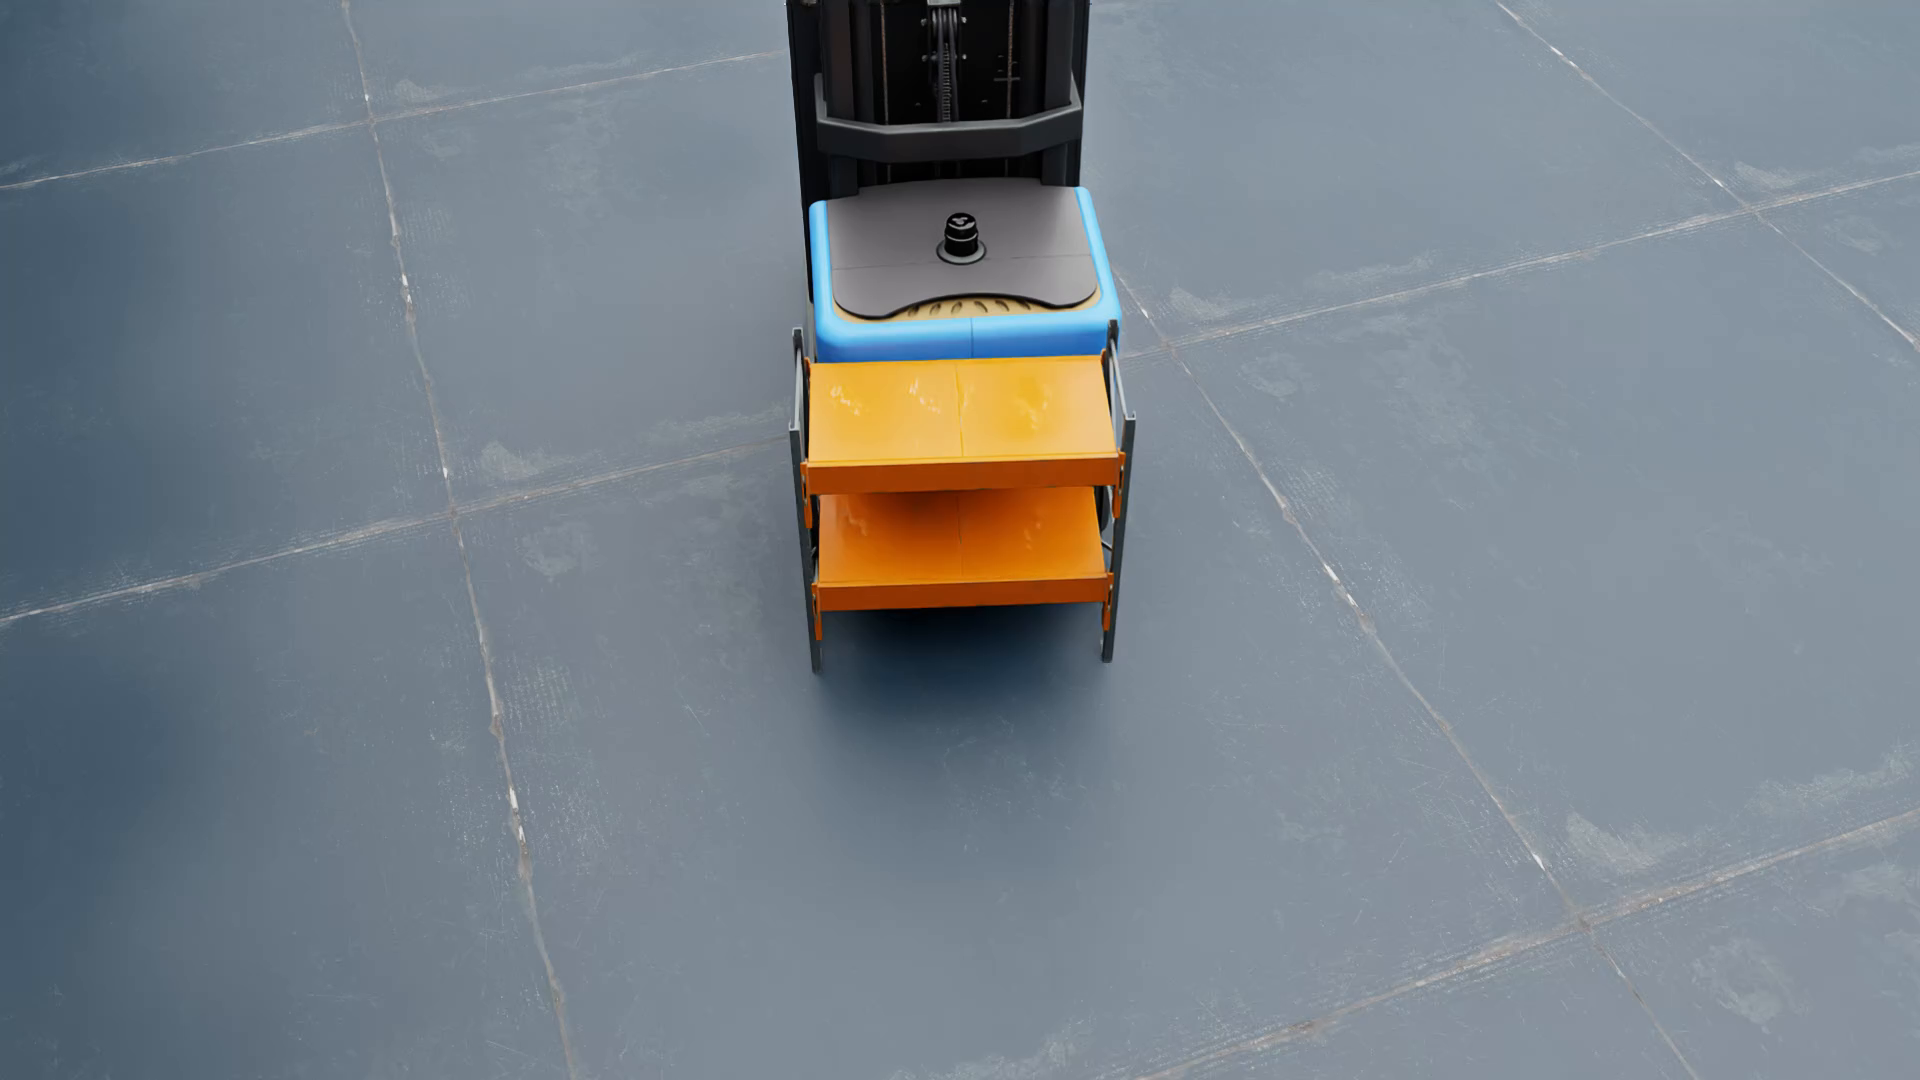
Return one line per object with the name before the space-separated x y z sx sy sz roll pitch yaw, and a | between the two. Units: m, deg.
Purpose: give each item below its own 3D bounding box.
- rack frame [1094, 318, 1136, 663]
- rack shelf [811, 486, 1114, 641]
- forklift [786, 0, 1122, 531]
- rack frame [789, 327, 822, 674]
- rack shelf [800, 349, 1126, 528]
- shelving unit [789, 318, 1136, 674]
rack frame | 0.506 -0.143 5.599 0.032 1.125 0.500 -2 45 -2
rack shelf | -0.002 0.046 5.755 1.000 0.278 0.538 -2 45 -2
forklift | -0.103 -2.028 6.202 1.130 2.935 3.031 -4 45 -4
rack frame | -0.510 -0.109 5.565 0.032 1.125 0.500 -2 45 -2
rack shelf | -0.002 -0.333 5.374 1.000 0.278 0.538 -2 45 -2
shelving unit | -0.002 -0.126 5.582 1.048 1.125 0.538 -2 45 -2
